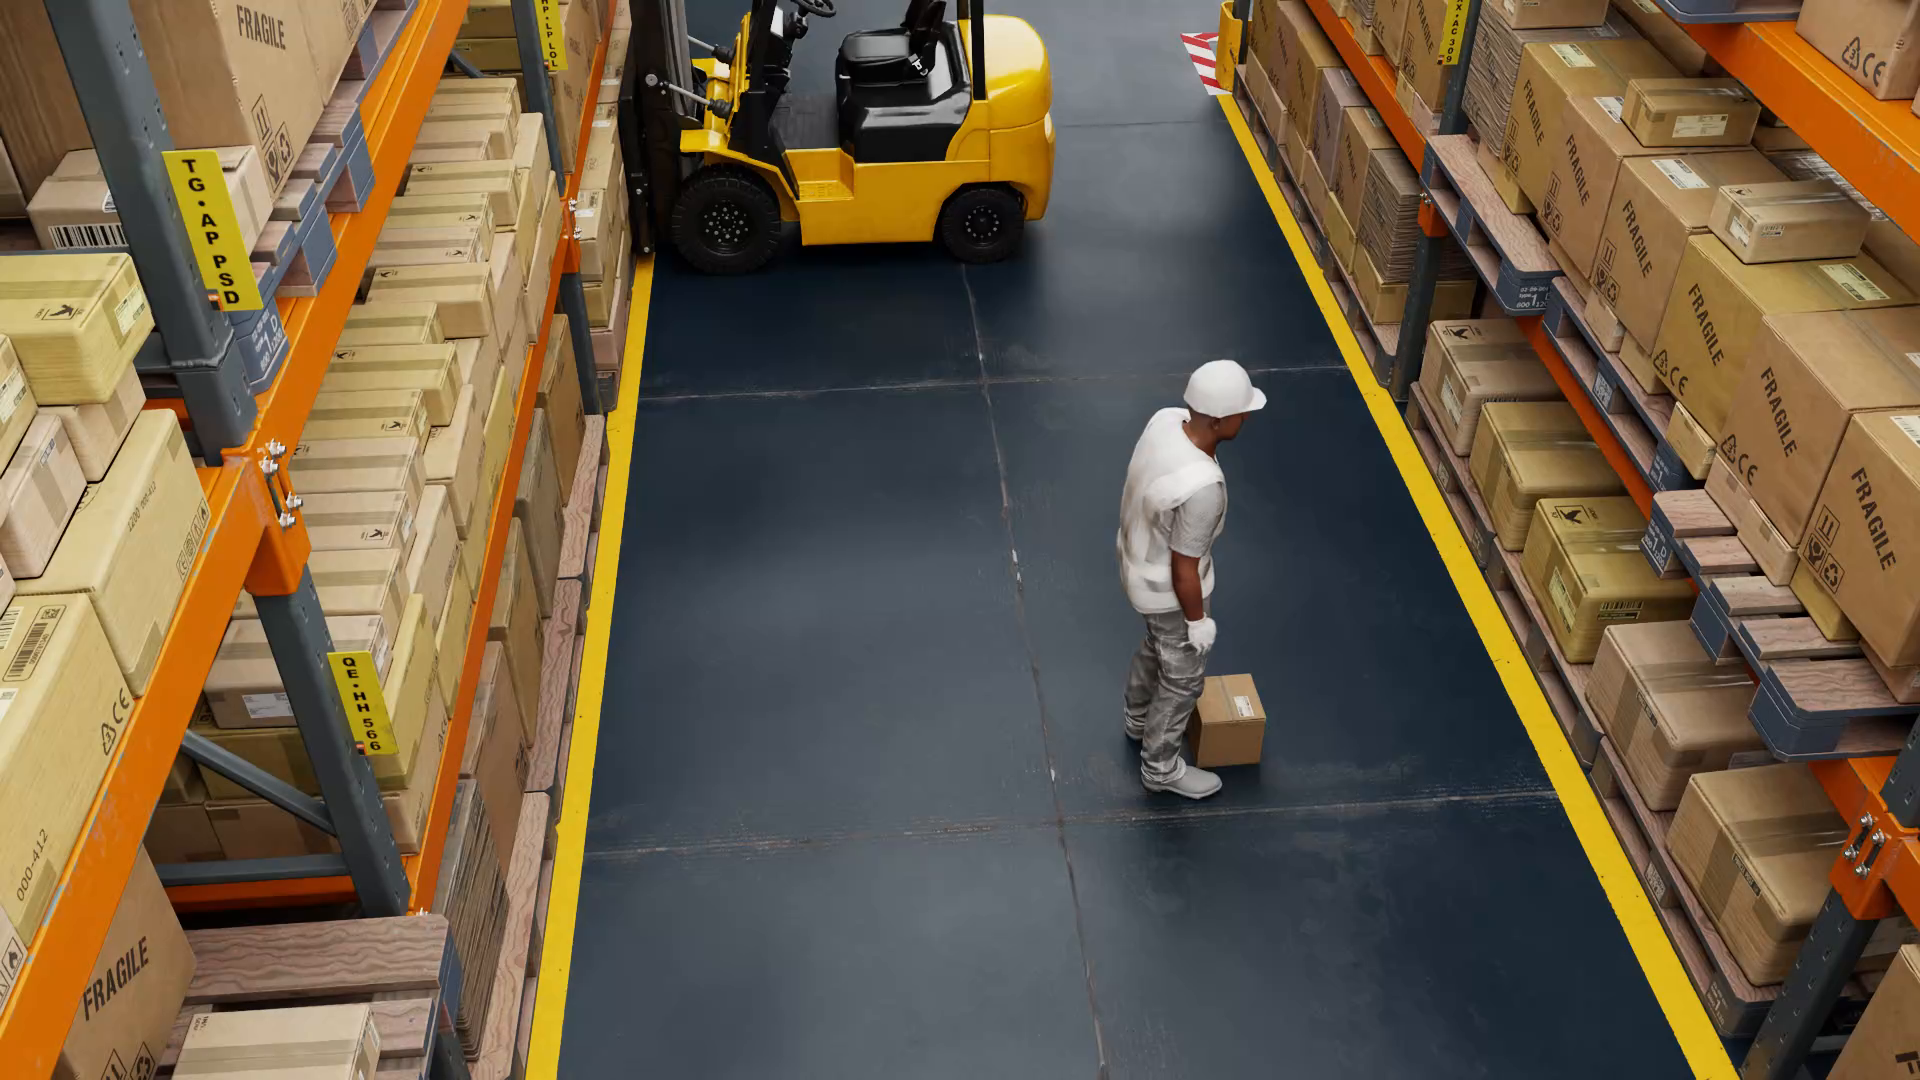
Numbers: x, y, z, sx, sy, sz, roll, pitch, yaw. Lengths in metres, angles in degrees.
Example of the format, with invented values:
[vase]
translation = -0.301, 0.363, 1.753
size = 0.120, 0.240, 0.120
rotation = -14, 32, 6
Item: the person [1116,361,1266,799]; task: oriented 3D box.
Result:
[person]
translation = 0.795, 0.138, 5.974
size = 0.451, 1.773, 0.615
rotation = -3, 39, -4
